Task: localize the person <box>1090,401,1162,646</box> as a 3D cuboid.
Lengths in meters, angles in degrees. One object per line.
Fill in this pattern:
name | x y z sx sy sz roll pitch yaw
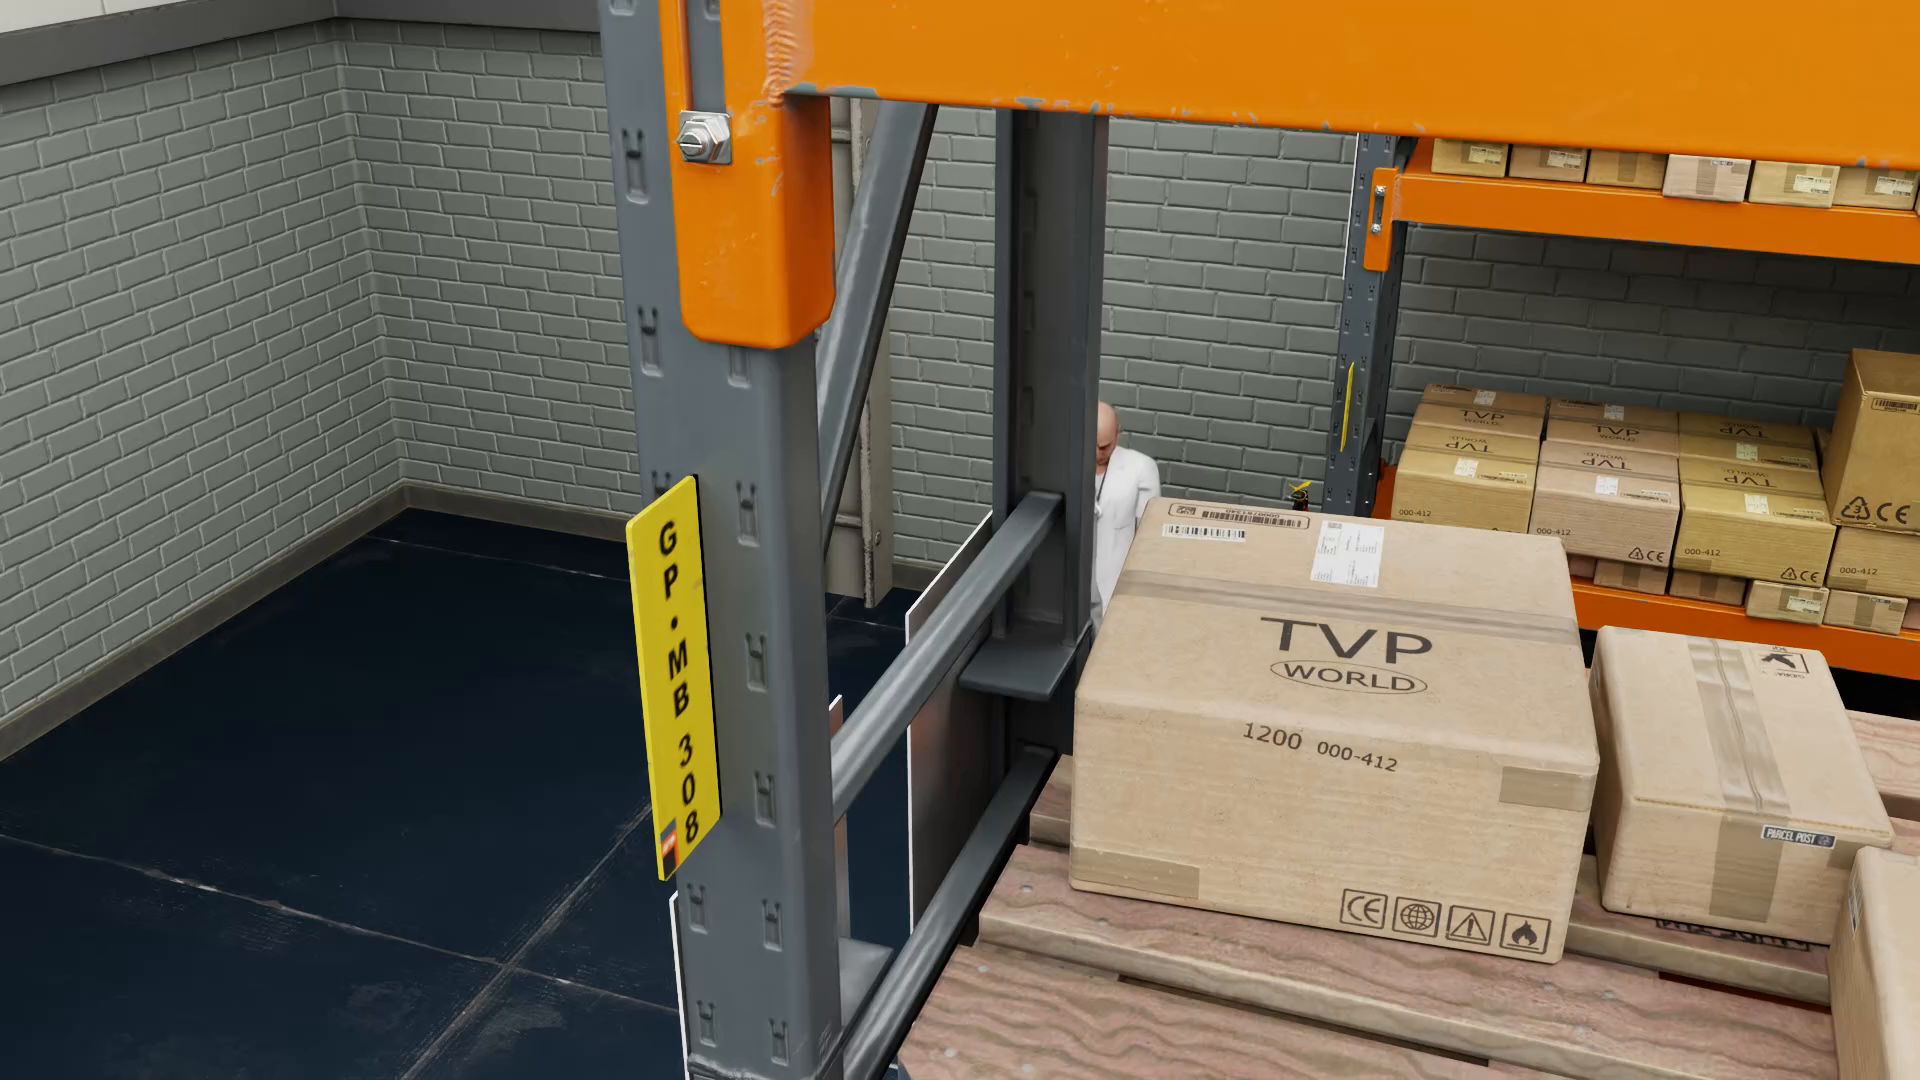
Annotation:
person | 0.569 0.224 7.187 0.572 1.763 0.383 6 26 13
